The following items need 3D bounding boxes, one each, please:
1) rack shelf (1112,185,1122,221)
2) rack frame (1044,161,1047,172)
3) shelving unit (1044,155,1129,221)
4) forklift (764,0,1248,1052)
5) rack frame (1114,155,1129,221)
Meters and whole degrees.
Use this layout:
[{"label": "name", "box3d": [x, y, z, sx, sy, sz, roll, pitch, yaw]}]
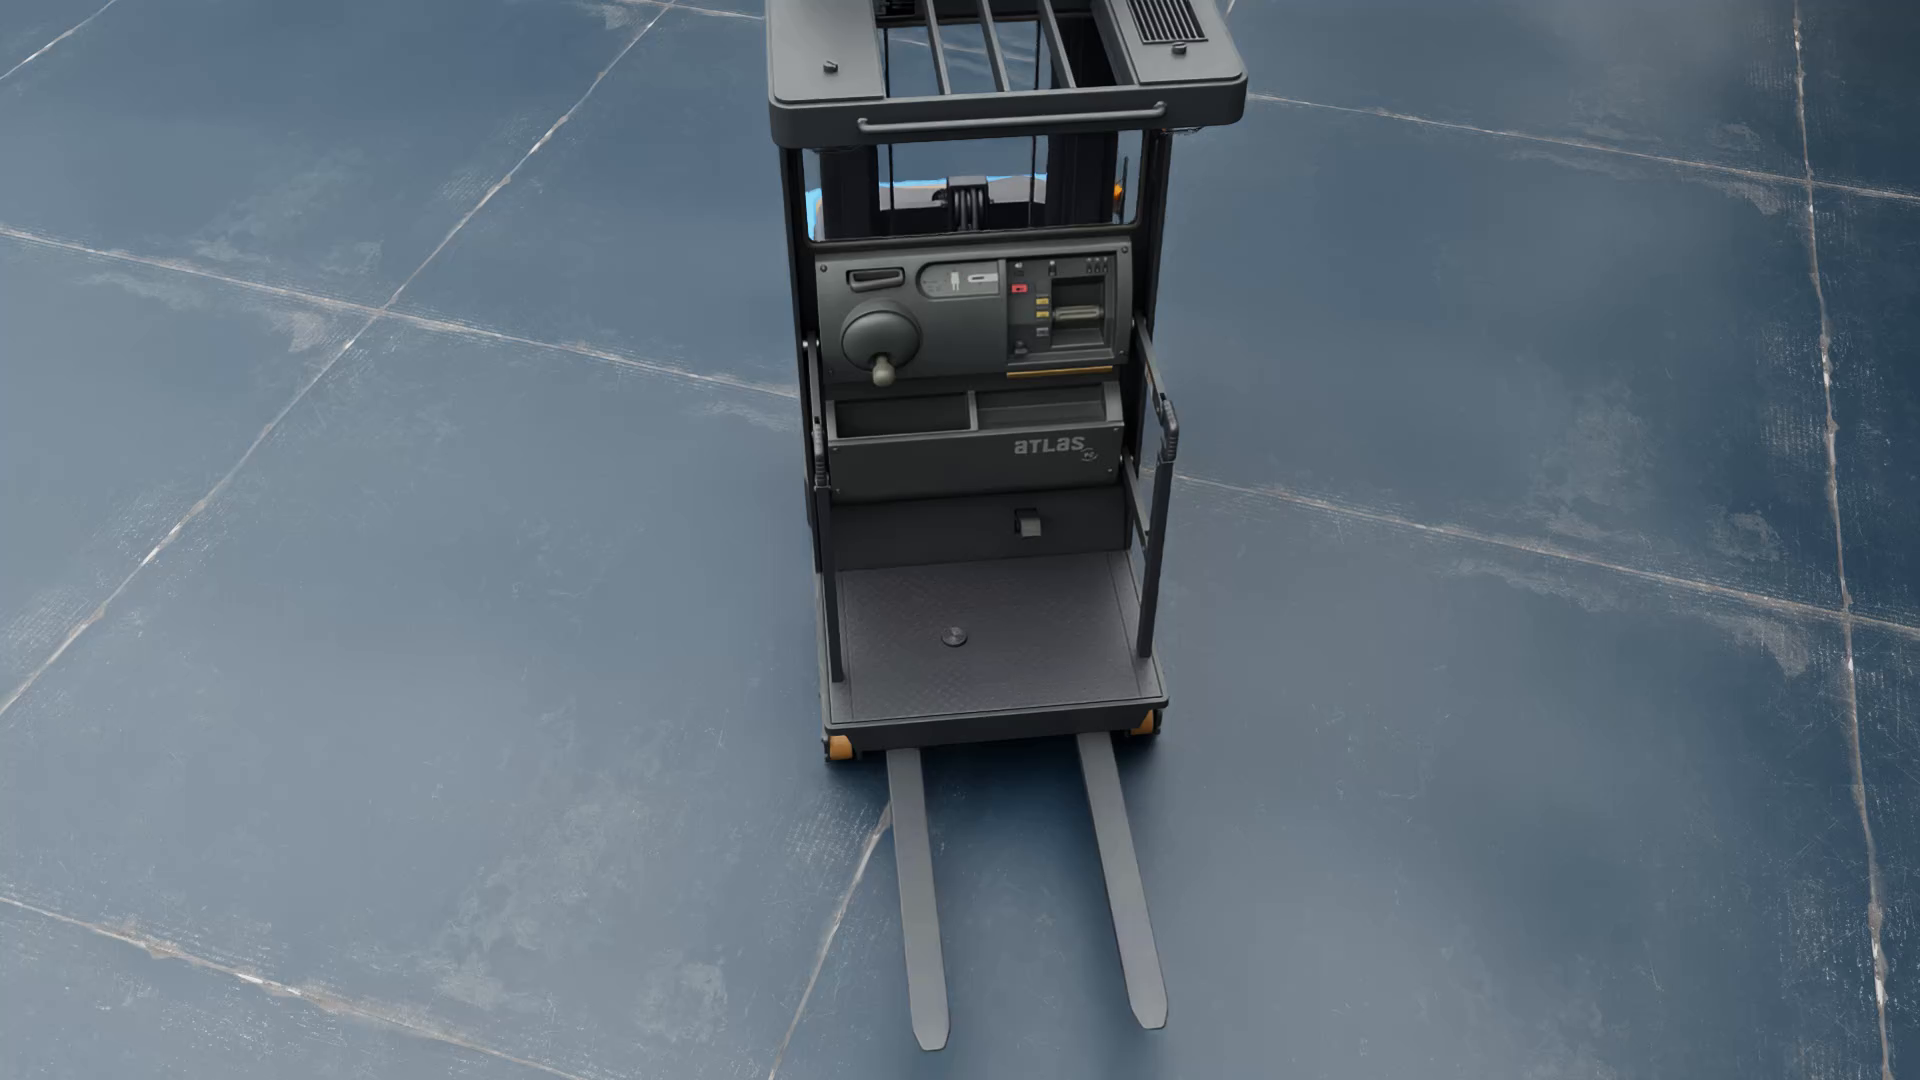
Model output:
[{"label": "rack shelf", "box3d": [0.472, -1.240, 6.376, 0.240, 0.259, 0.215, 21, 48, 20]}, {"label": "rack frame", "box3d": [0.365, -1.087, 6.610, 0.008, 1.050, 0.200, 21, 48, 20]}, {"label": "shelving unit", "box3d": [0.471, -1.045, 6.567, 0.252, 1.050, 0.215, 21, 48, 20]}, {"label": "forklift", "box3d": [0.071, -0.578, 4.745, 1.130, 2.935, 3.031, -4, 45, -4]}, {"label": "rack frame", "box3d": [0.578, -1.003, 6.525, 0.008, 1.050, 0.200, 21, 48, 20]}]
